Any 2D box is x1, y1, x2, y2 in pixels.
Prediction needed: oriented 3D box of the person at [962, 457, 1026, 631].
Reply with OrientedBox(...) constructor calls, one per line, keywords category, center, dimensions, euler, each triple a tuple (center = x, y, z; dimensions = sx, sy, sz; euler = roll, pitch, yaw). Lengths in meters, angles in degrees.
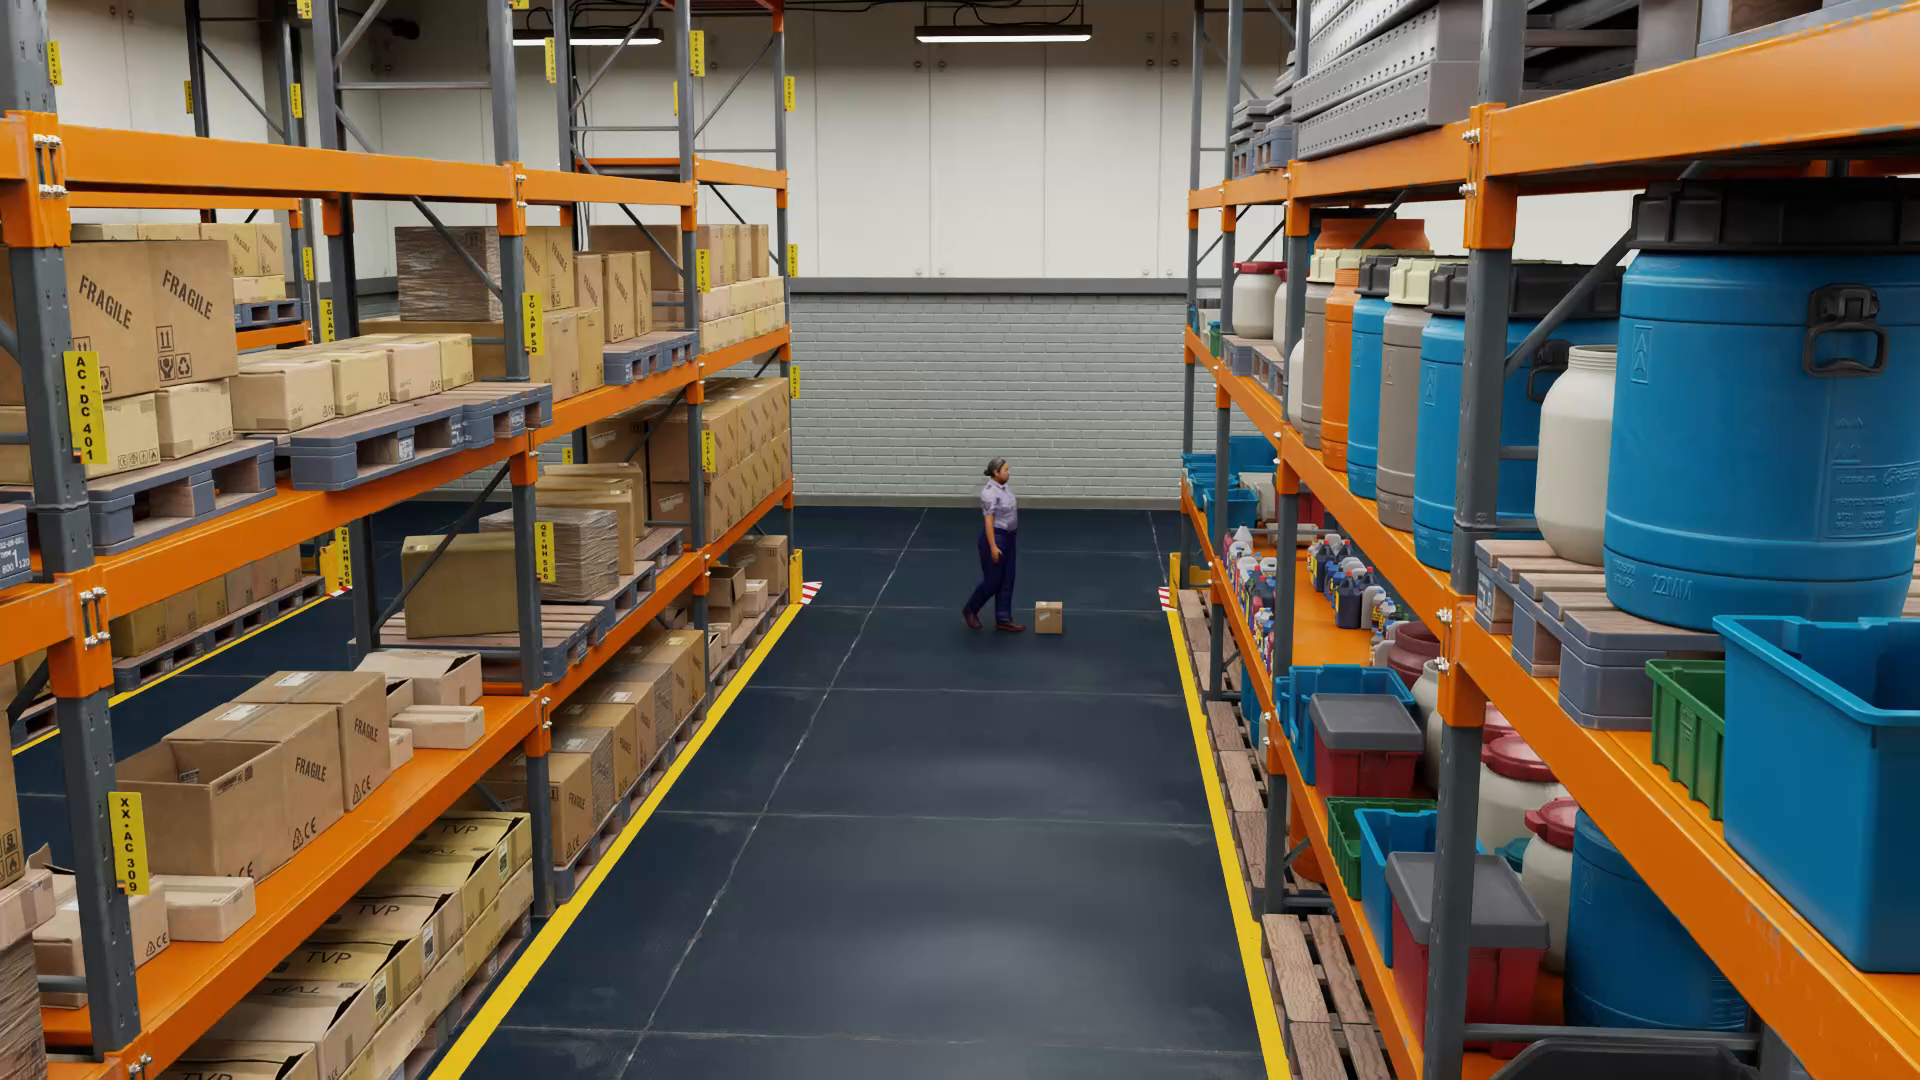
OrientedBox(category="person", center=(0.324, 0.047, 15.725), dimensions=(0.626, 1.637, 0.506), euler=(5, 12, 24))
